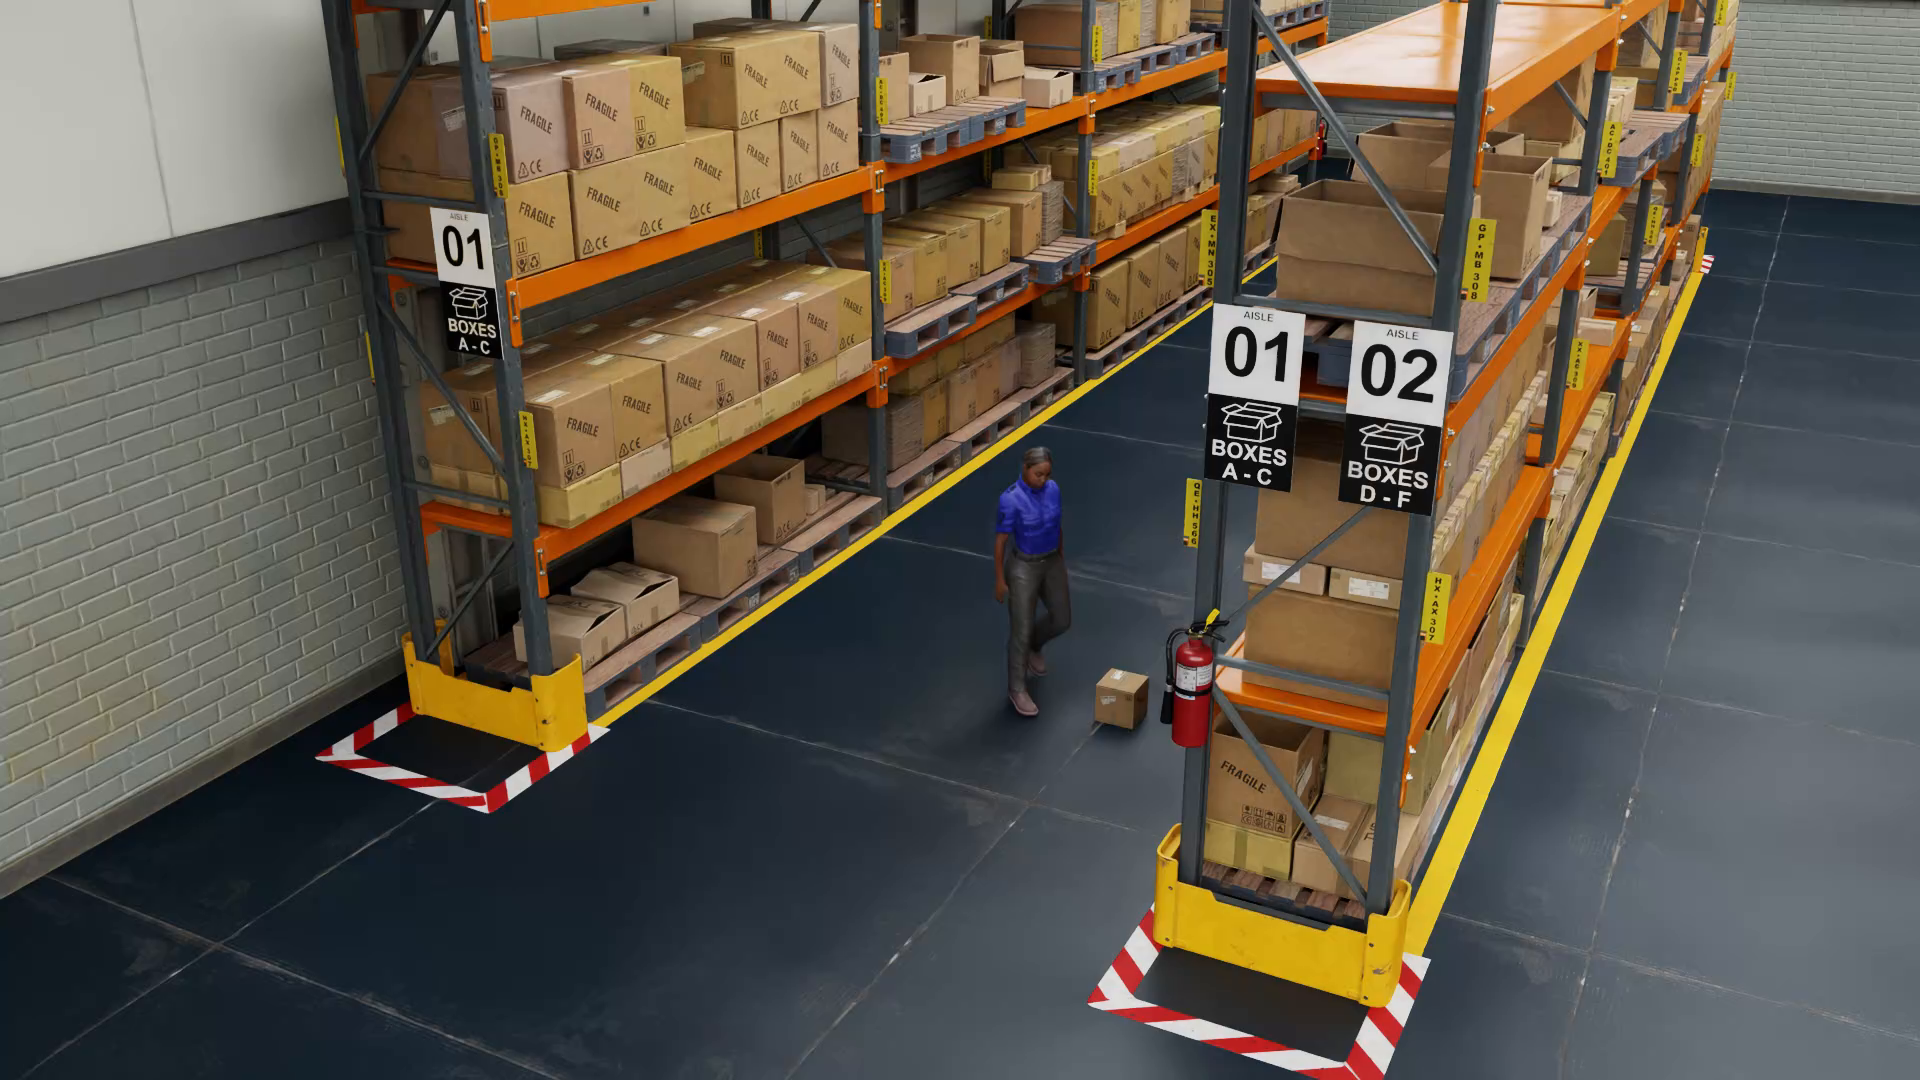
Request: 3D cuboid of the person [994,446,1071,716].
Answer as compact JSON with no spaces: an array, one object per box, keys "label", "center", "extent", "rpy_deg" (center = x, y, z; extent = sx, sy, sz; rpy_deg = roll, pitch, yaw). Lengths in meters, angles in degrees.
[{"label":"person","center":[0.446,0.193,10.253],"extent":[0.529,1.650,0.587],"rpy_deg":[-16,28,-33]}]
